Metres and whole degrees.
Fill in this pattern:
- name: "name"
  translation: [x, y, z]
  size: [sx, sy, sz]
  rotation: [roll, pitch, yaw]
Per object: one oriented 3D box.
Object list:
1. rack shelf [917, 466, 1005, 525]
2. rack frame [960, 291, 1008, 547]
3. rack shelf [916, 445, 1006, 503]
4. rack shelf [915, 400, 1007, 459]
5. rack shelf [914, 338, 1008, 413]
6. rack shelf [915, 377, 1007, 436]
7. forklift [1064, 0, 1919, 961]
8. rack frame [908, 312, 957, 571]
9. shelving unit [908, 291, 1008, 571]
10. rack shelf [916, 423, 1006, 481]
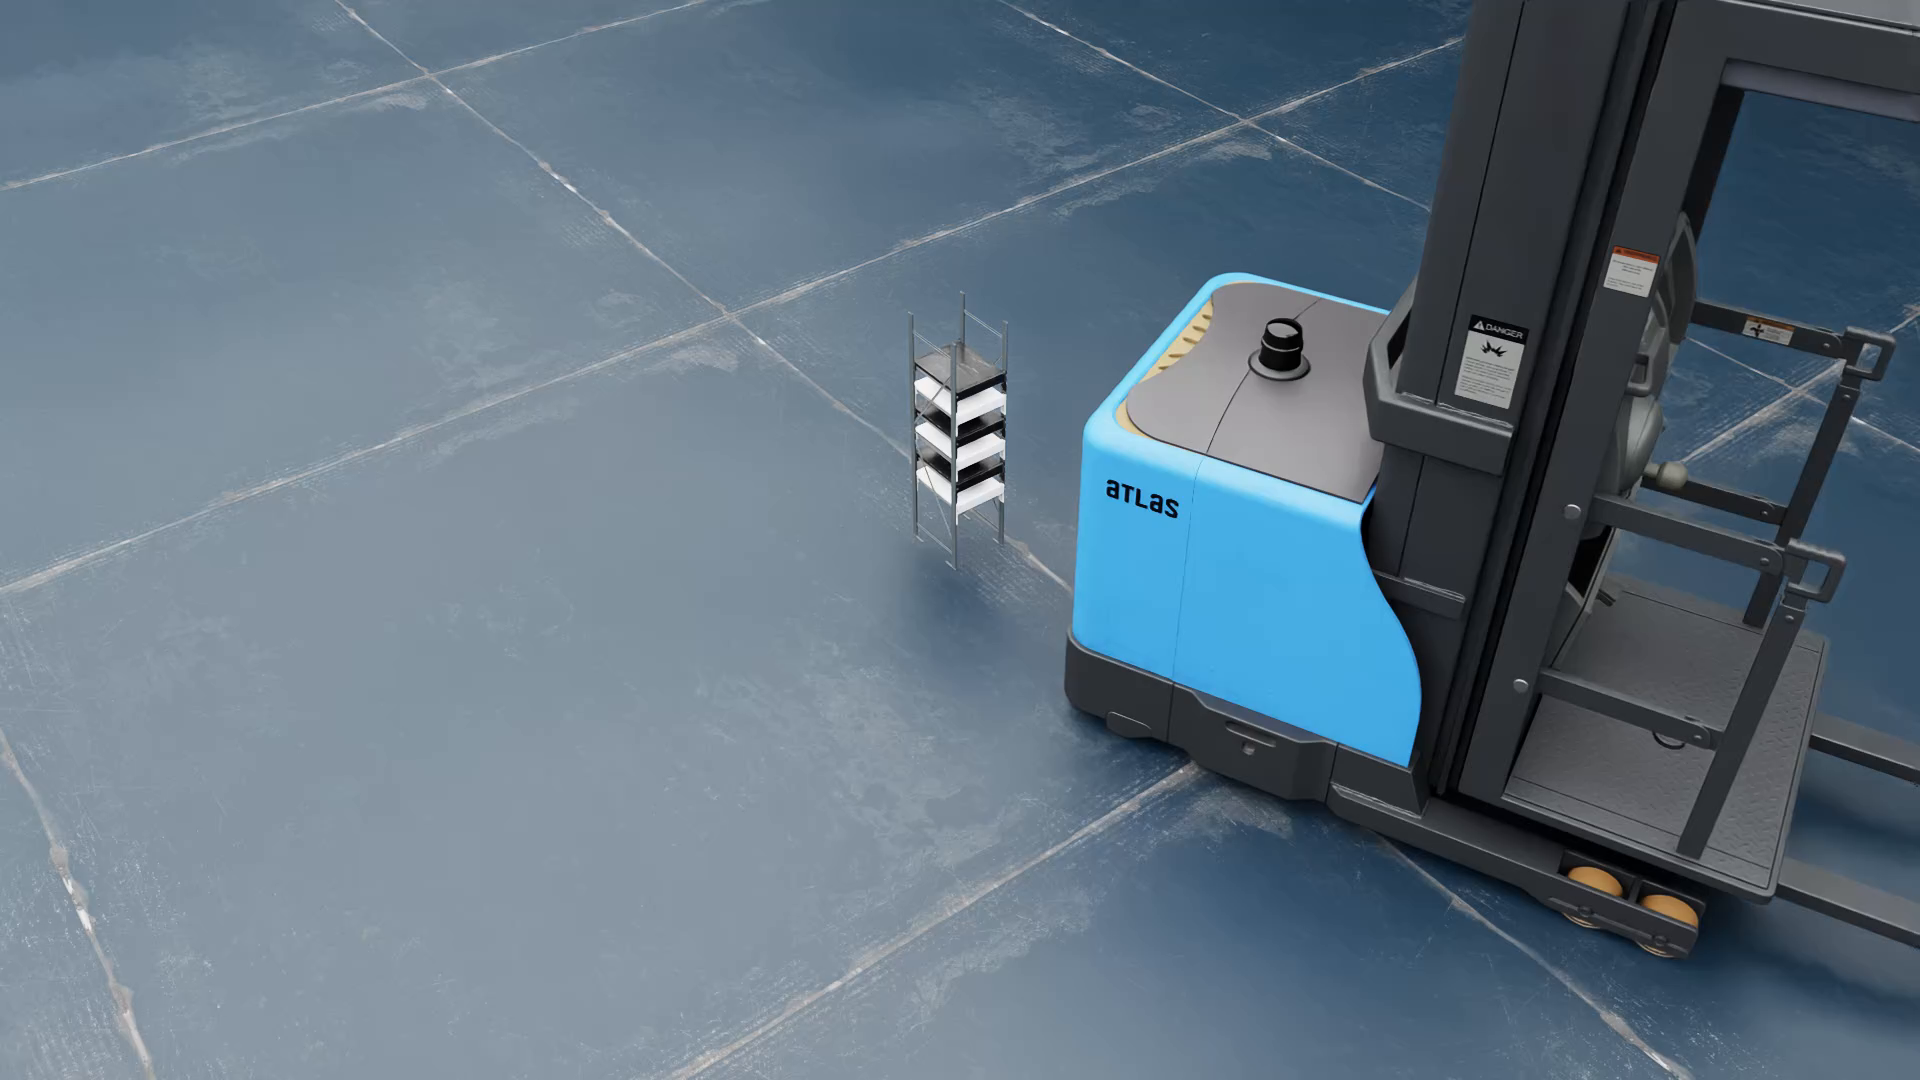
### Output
- name: "rack shelf"
  translation: [-0.006, -0.180, 5.596]
  size: [0.200, 0.077, 0.258]
  rotation: [-26, 46, -28]
- name: "rack frame"
  translation: [0.074, -0.384, 5.509]
  size: [0.006, 0.900, 0.240]
  rotation: [-26, 46, -28]
- name: "rack shelf"
  translation: [-0.006, -0.249, 5.539]
  size: [0.200, 0.077, 0.258]
  rotation: [-26, 46, -28]
- name: "rack shelf"
  translation: [-0.006, -0.389, 5.425]
  size: [0.200, 0.077, 0.258]
  rotation: [-26, 46, -28]
- name: "rack shelf"
  translation: [-0.006, -0.528, 5.311]
  size: [0.200, 0.077, 0.258]
  rotation: [-26, 46, -28]
- name: "rack shelf"
  translation: [-0.006, -0.458, 5.368]
  size: [0.200, 0.077, 0.258]
  rotation: [-26, 46, -28]
- name: "forklift"
  translation: [1.857, -0.418, 3.949]
  size: [3.031, 2.935, 1.130]
  rotation: [19, 43, 22]
- name: "rack frame"
  translation: [-0.087, -0.305, 5.413]
  size: [0.006, 0.900, 0.240]
  rotation: [-26, 46, -28]
- name: "shelving unit"
  translation: [-0.006, -0.345, 5.461]
  size: [0.210, 0.900, 0.258]
  rotation: [-26, 46, -28]
- name: "rack shelf"
  translation: [-0.006, -0.319, 5.482]
  size: [0.200, 0.077, 0.258]
  rotation: [-26, 46, -28]
